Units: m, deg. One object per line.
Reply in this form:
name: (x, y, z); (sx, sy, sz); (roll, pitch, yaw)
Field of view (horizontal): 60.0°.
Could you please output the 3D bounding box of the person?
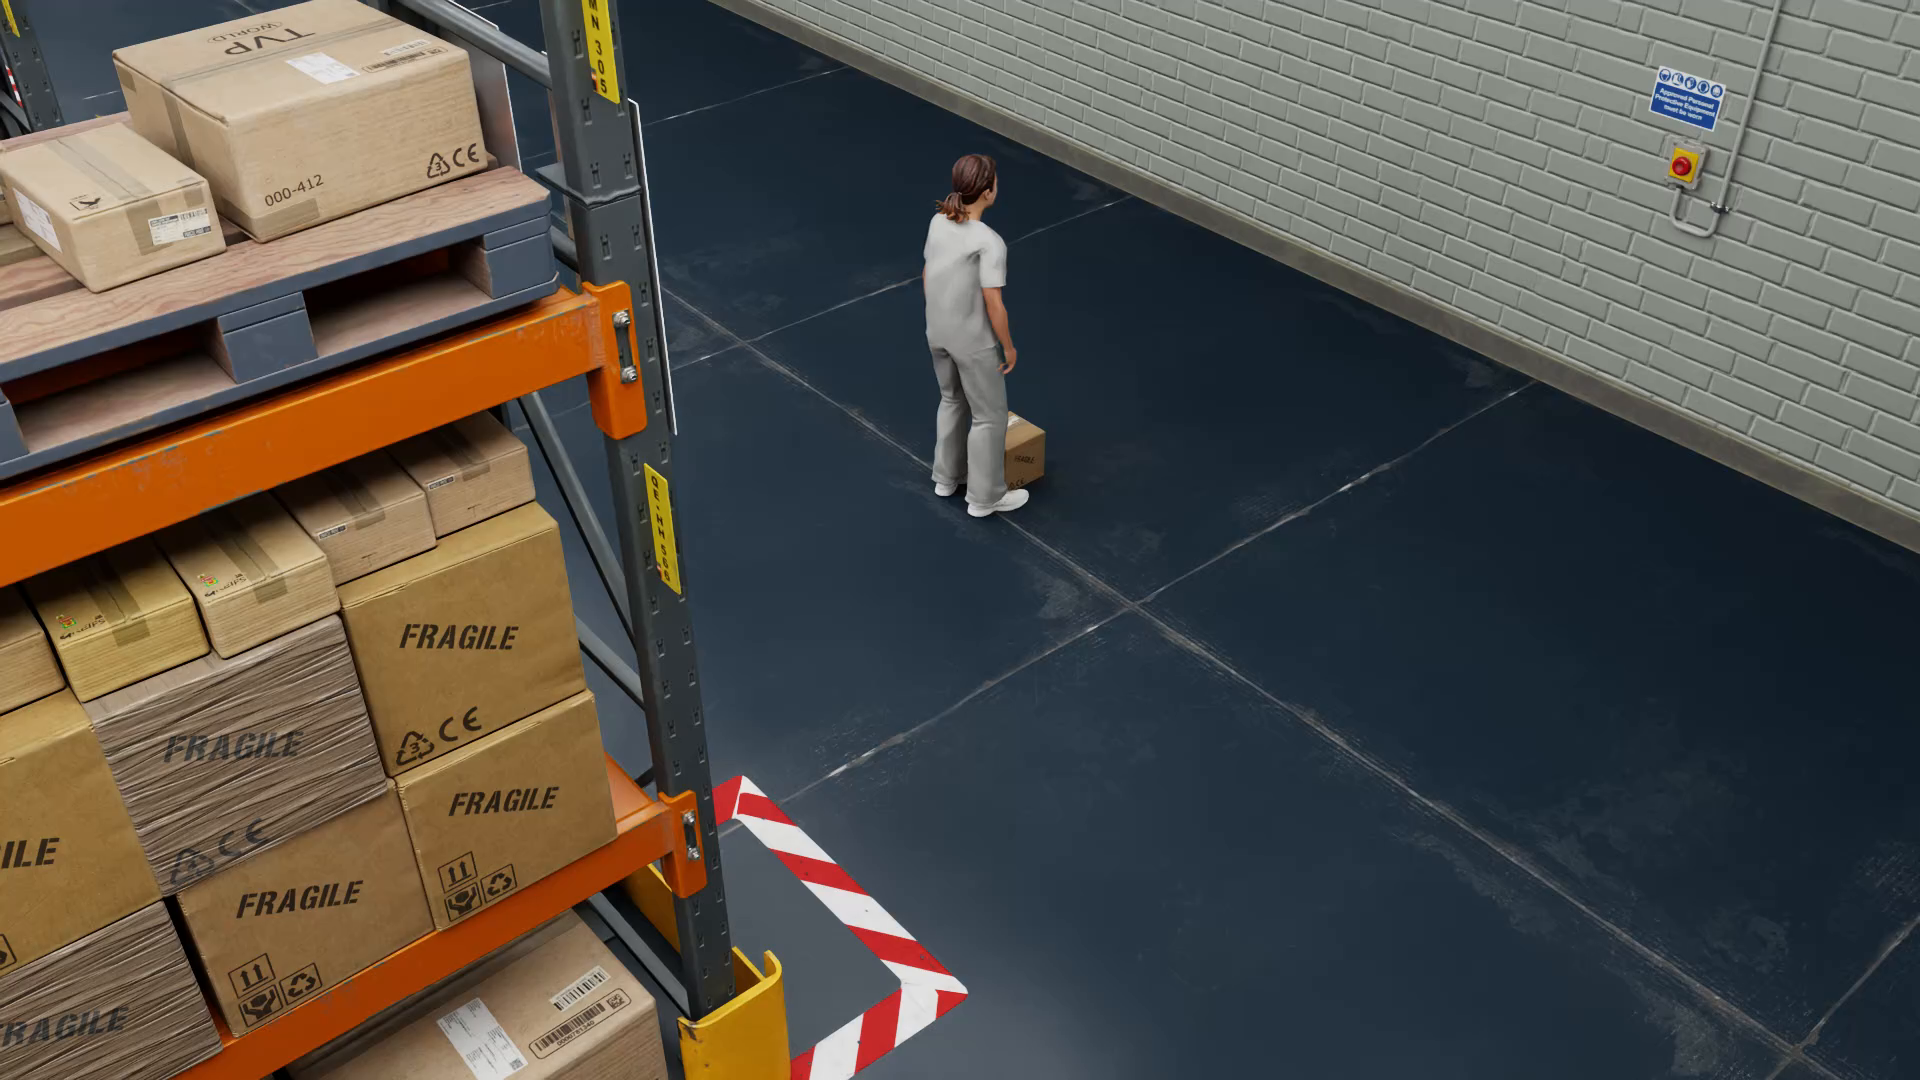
person: (0.044, -0.898, 7.383); (0.353, 1.673, 0.511); (-28, 45, -33)
